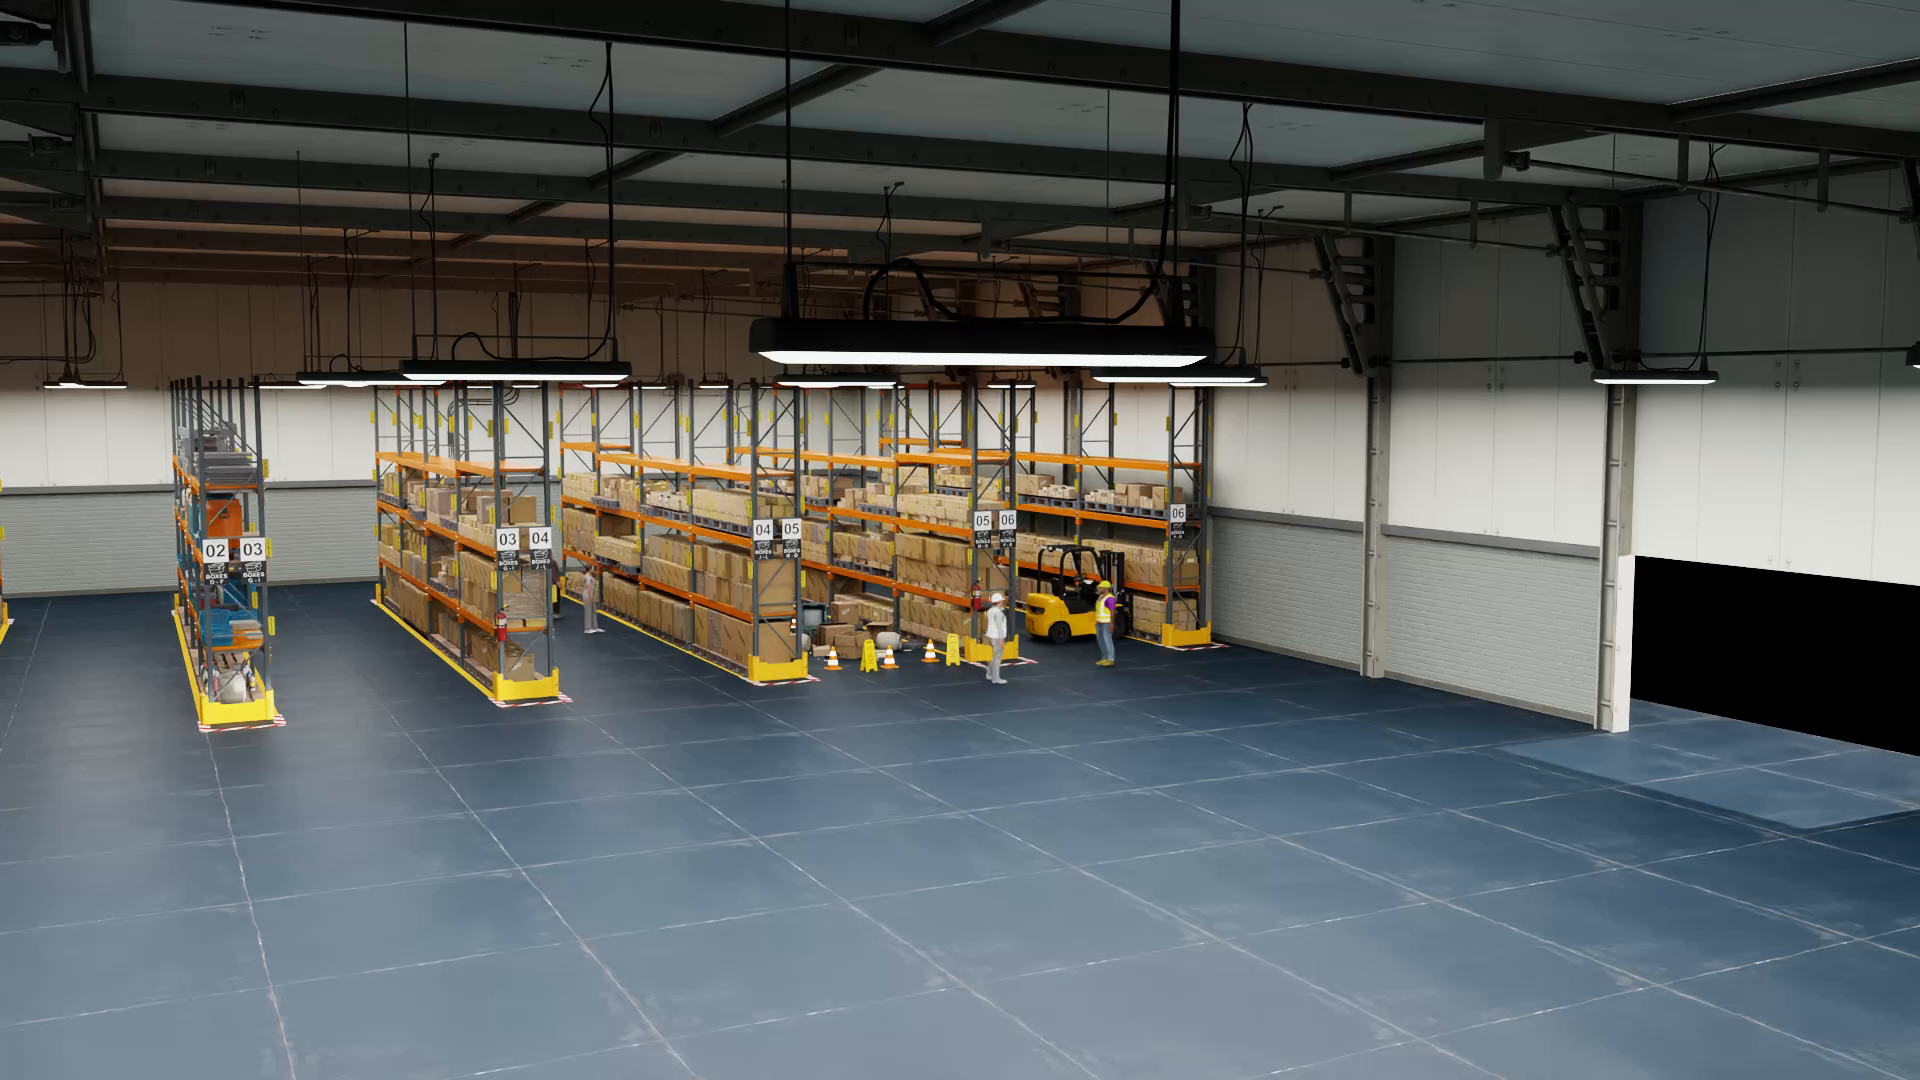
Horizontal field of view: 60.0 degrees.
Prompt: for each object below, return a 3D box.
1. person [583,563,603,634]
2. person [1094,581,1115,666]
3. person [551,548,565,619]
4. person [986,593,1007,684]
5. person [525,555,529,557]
[{"bbox_3d":[-8.763,1.381,39.566,0.407,1.676,0.495,0,5,2],"label":"person"},{"bbox_3d":[3.032,1.748,34.809,0.353,1.799,0.661,-2,6,-25],"label":"person"},{"bbox_3d":[-10.268,1.108,42.124,0.568,1.824,0.649,1,5,11],"label":"person"},{"bbox_3d":[0.729,1.955,32.766,0.364,1.824,0.620,-2,5,-19],"label":"person"},{"bbox_3d":[-12.243,0.699,46.654,0.392,1.787,0.630,-2,6,-24],"label":"person"}]
